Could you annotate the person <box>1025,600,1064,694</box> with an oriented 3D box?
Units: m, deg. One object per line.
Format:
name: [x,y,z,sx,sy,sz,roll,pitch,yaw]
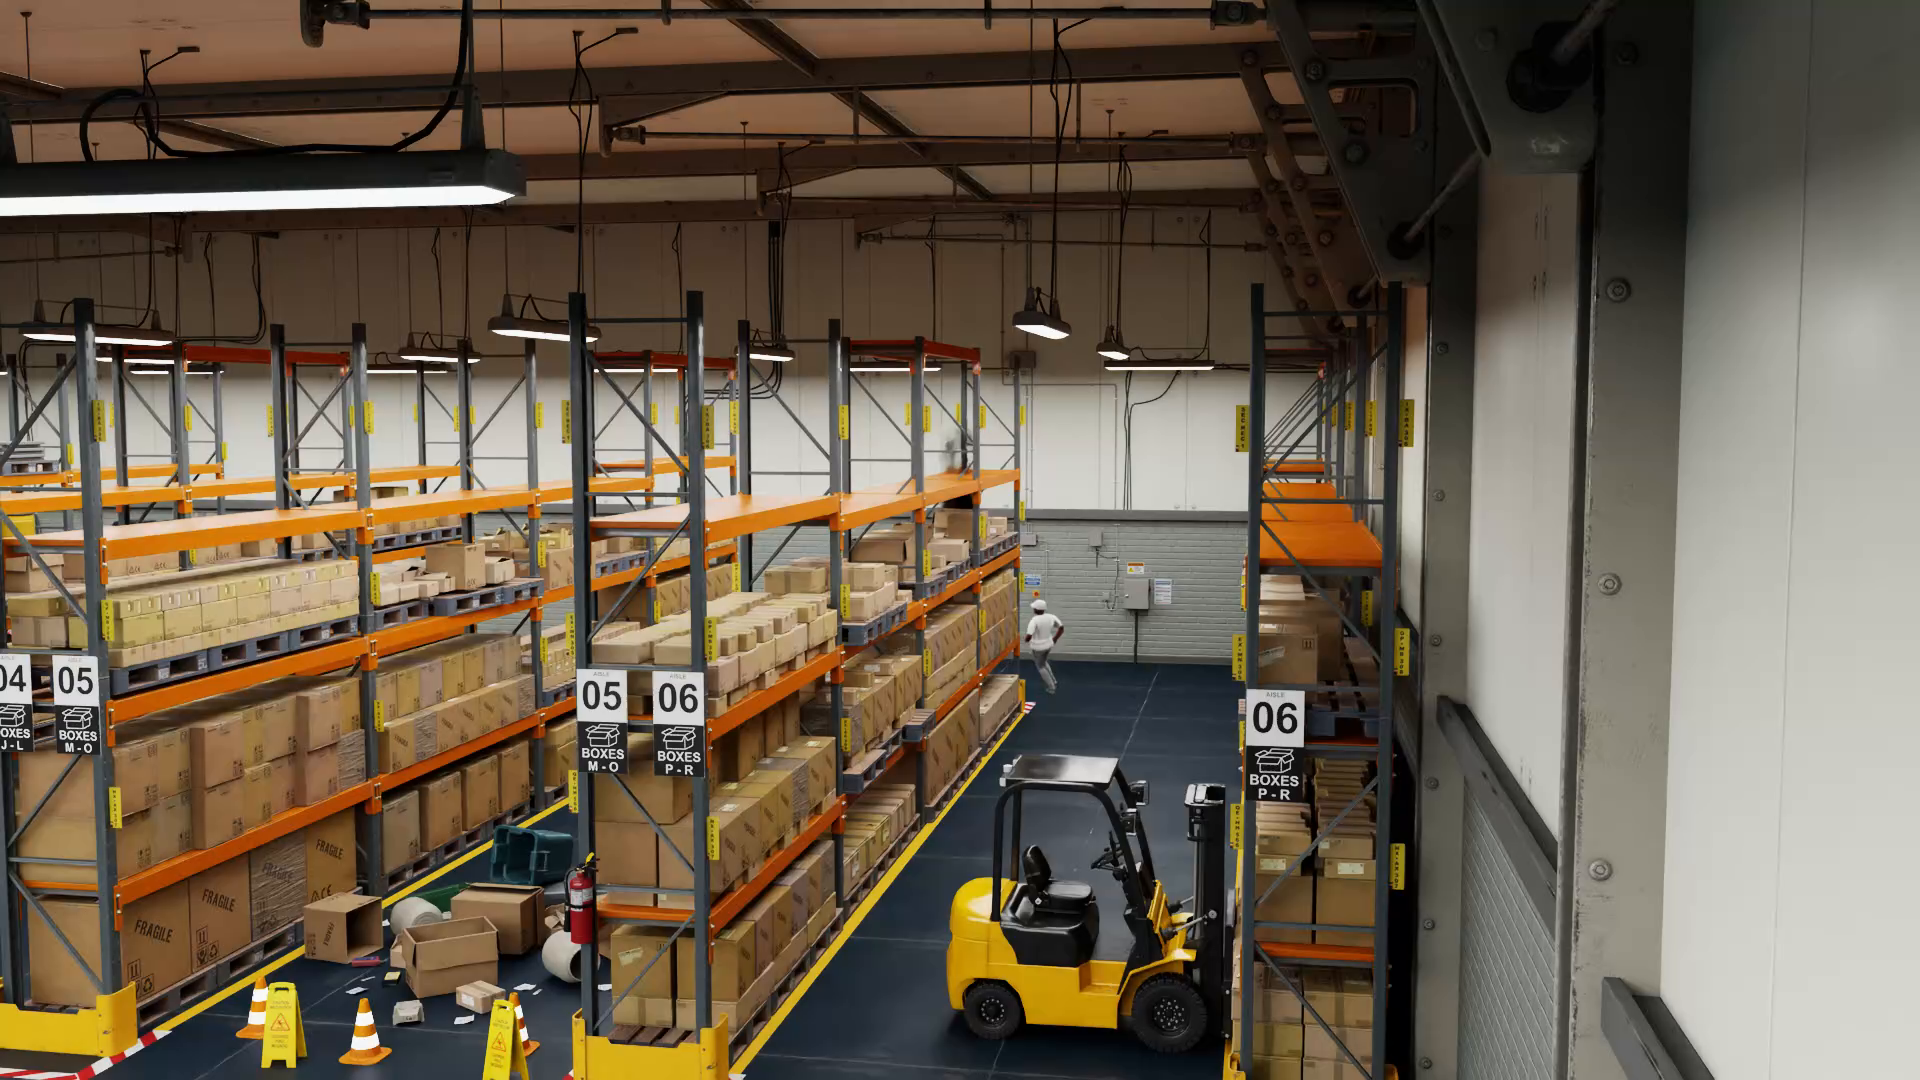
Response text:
person: [1.425,1.877,29.439,0.795,1.694,0.575,-3,5,-32]
